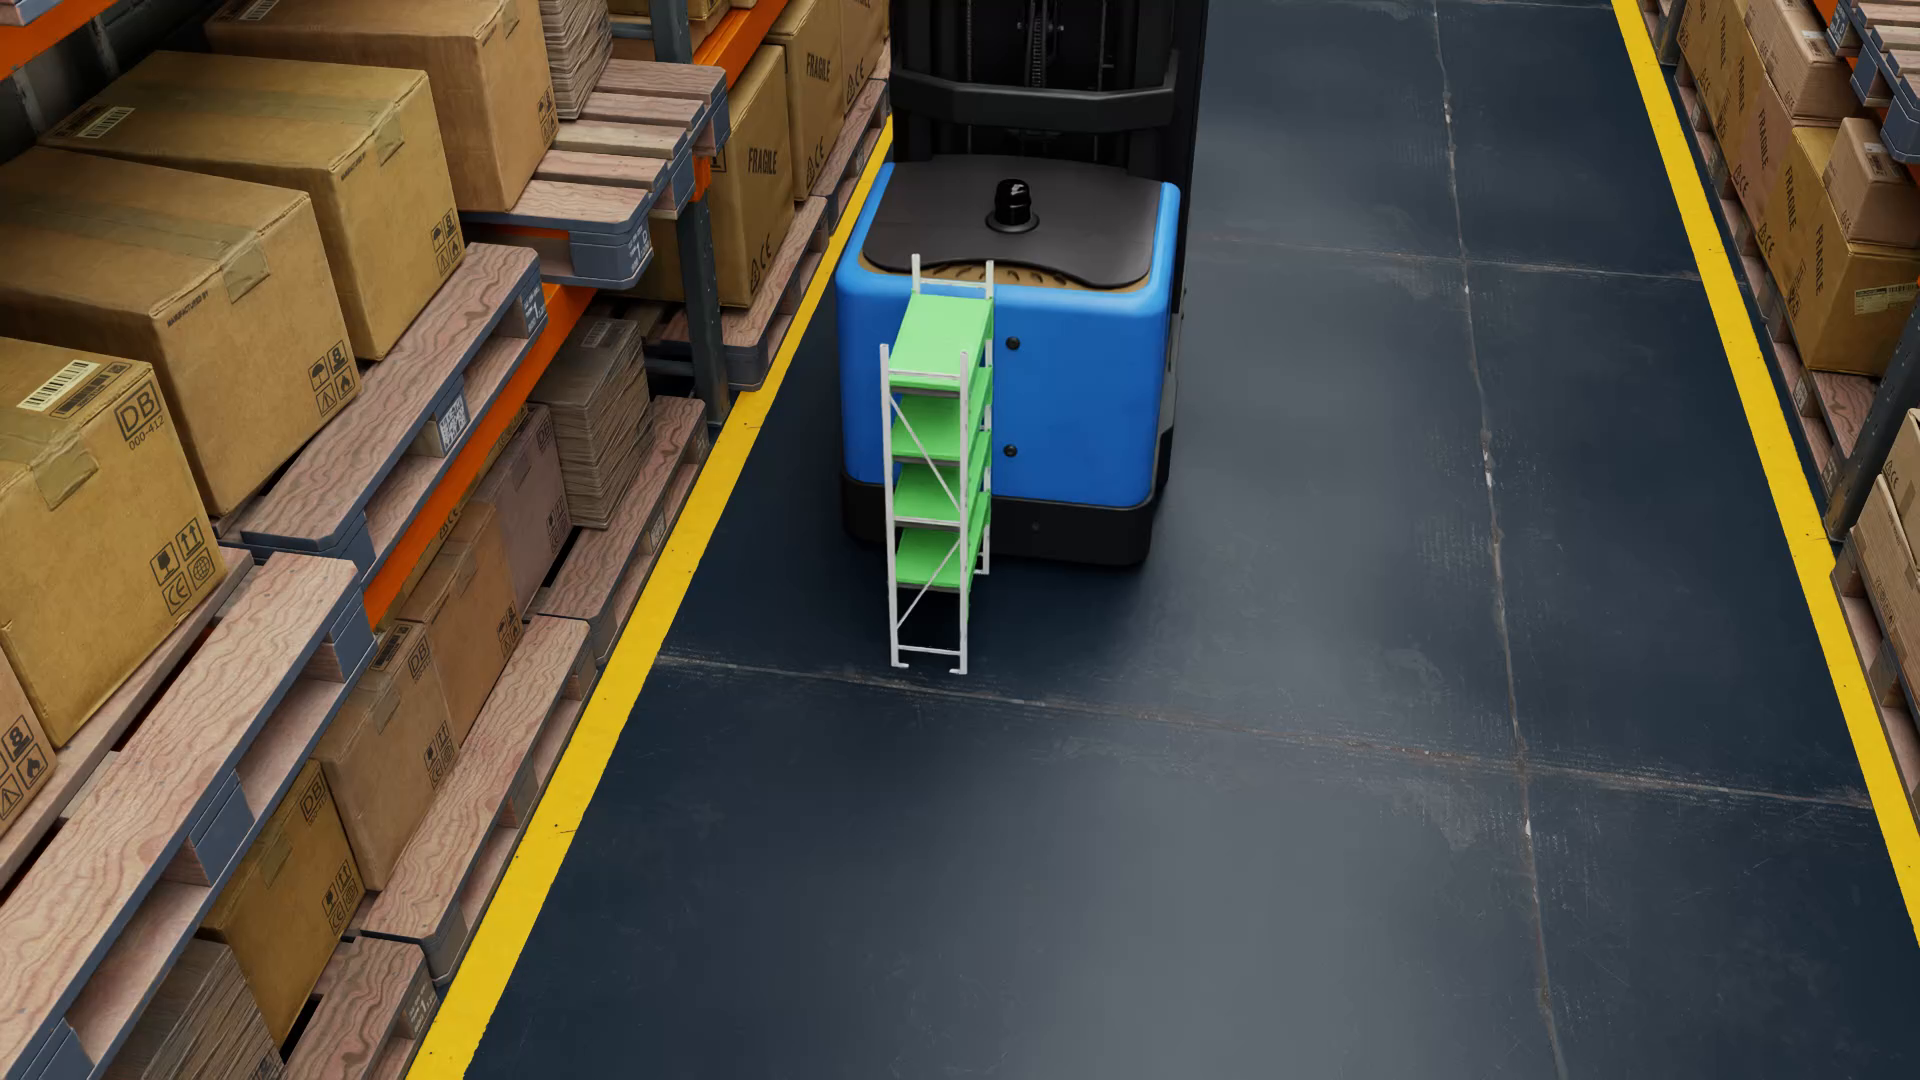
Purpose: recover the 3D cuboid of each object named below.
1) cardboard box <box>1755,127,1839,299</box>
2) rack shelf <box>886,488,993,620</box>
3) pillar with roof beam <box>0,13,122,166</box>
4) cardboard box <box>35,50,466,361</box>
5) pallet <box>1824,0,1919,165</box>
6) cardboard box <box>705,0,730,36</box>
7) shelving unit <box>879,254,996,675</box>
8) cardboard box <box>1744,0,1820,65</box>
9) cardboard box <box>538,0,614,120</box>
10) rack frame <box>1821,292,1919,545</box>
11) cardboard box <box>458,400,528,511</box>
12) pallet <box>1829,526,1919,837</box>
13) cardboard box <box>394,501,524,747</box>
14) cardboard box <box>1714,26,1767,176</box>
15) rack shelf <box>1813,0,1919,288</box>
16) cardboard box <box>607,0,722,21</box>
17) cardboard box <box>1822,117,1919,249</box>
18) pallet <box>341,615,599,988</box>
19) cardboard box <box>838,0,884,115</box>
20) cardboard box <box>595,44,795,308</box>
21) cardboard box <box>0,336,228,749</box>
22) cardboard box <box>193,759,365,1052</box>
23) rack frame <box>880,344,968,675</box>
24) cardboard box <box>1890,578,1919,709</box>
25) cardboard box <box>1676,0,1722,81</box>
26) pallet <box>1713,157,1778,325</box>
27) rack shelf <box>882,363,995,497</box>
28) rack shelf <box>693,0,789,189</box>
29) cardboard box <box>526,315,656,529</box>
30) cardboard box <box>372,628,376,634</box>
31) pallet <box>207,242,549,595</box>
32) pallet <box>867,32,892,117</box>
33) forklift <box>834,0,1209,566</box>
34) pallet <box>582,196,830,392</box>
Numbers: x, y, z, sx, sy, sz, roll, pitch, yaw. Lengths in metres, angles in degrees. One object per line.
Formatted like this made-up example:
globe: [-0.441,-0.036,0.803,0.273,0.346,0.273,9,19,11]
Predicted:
cardboard box: [3.522,-1.272,6.550,0.500,0.500,0.500,5,40,6]
rack shelf: [-0.059,0.027,5.253,0.258,0.148,0.480,6,40,7]
pillar with roof beam: [1.785,-2.789,2.061,9.100,9.000,0.400,6,40,8]
cardboard box: [-1.643,-0.799,3.939,0.700,0.500,0.500,6,40,8]
pallet: [3.550,-1.487,5.345,1.213,0.211,1.003,6,40,8]
cardboard box: [-1.041,-1.921,5.901,0.380,0.149,0.250,7,40,8]
shelving unit: [-0.059,-0.207,5.059,0.258,1.200,0.503,6,40,7]
cardboard box: [3.697,-2.229,7.120,0.500,0.250,0.500,6,40,8]
cardboard box: [-1.449,-1.584,4.888,0.700,0.500,0.500,2,40,2]
rack frame: [3.502,-1.128,4.760,1.000,3.000,0.127,6,40,8]
cardboard box: [-1.611,-0.359,4.858,0.500,0.250,0.500,7,40,9]
pallet: [3.321,0.459,5.029,1.003,0.211,1.213,6,40,8]
cardboard box: [-1.713,0.205,4.764,0.700,0.500,0.500,6,40,7]
cardboard box: [3.695,-1.919,7.333,0.500,0.500,0.500,7,40,8]
rack shelf: [3.848,-2.106,6.507,1.077,0.370,4.000,6,40,8]
cardboard box: [-1.042,-2.109,5.620,0.500,0.500,0.500,8,40,9]
cardboard box: [3.438,-1.272,5.962,0.500,0.250,0.500,8,40,9]
pallet: [-1.728,0.657,4.790,1.003,0.211,1.213,6,40,8]
cardboard box: [-0.821,-2.535,7.820,0.750,0.750,0.750,8,40,9]
cardboard box: [-1.121,-1.452,6.510,0.750,0.750,0.750,6,40,7]
cardboard box: [-1.845,-0.035,3.015,0.700,0.500,0.500,10,41,12]
cardboard box: [-1.919,0.839,3.998,0.700,0.500,0.500,6,40,7]
rack frame: [-0.097,-0.054,4.873,0.240,1.200,0.015,6,40,7]
cardboard box: [3.036,0.382,4.762,0.500,0.250,0.500,5,40,6]
cardboard box: [3.870,-2.568,8.118,0.500,0.500,0.500,5,40,6]
pallet: [3.882,-1.281,7.134,1.003,0.211,1.213,6,40,8]
rack shelf: [-0.059,-0.343,4.947,0.258,0.148,0.480,6,40,7]
rack shelf: [-1.032,-2.650,7.165,1.077,0.370,4.000,6,40,8]
cardboard box: [-1.451,-0.420,5.521,0.700,0.500,0.500,7,40,8]
cardboard box: [-1.800,0.276,4.090,0.500,0.250,0.500,5,40,6]
pallet: [-1.680,-0.351,3.971,1.003,0.211,1.213,6,40,8]
pallet: [-0.745,-2.615,8.747,1.003,0.211,1.213,6,40,8]
forklift: [0.339,-1.983,5.848,1.130,2.935,3.031,6,40,7]
pallet: [-1.167,-1.084,6.895,1.003,0.211,1.213,6,40,8]
